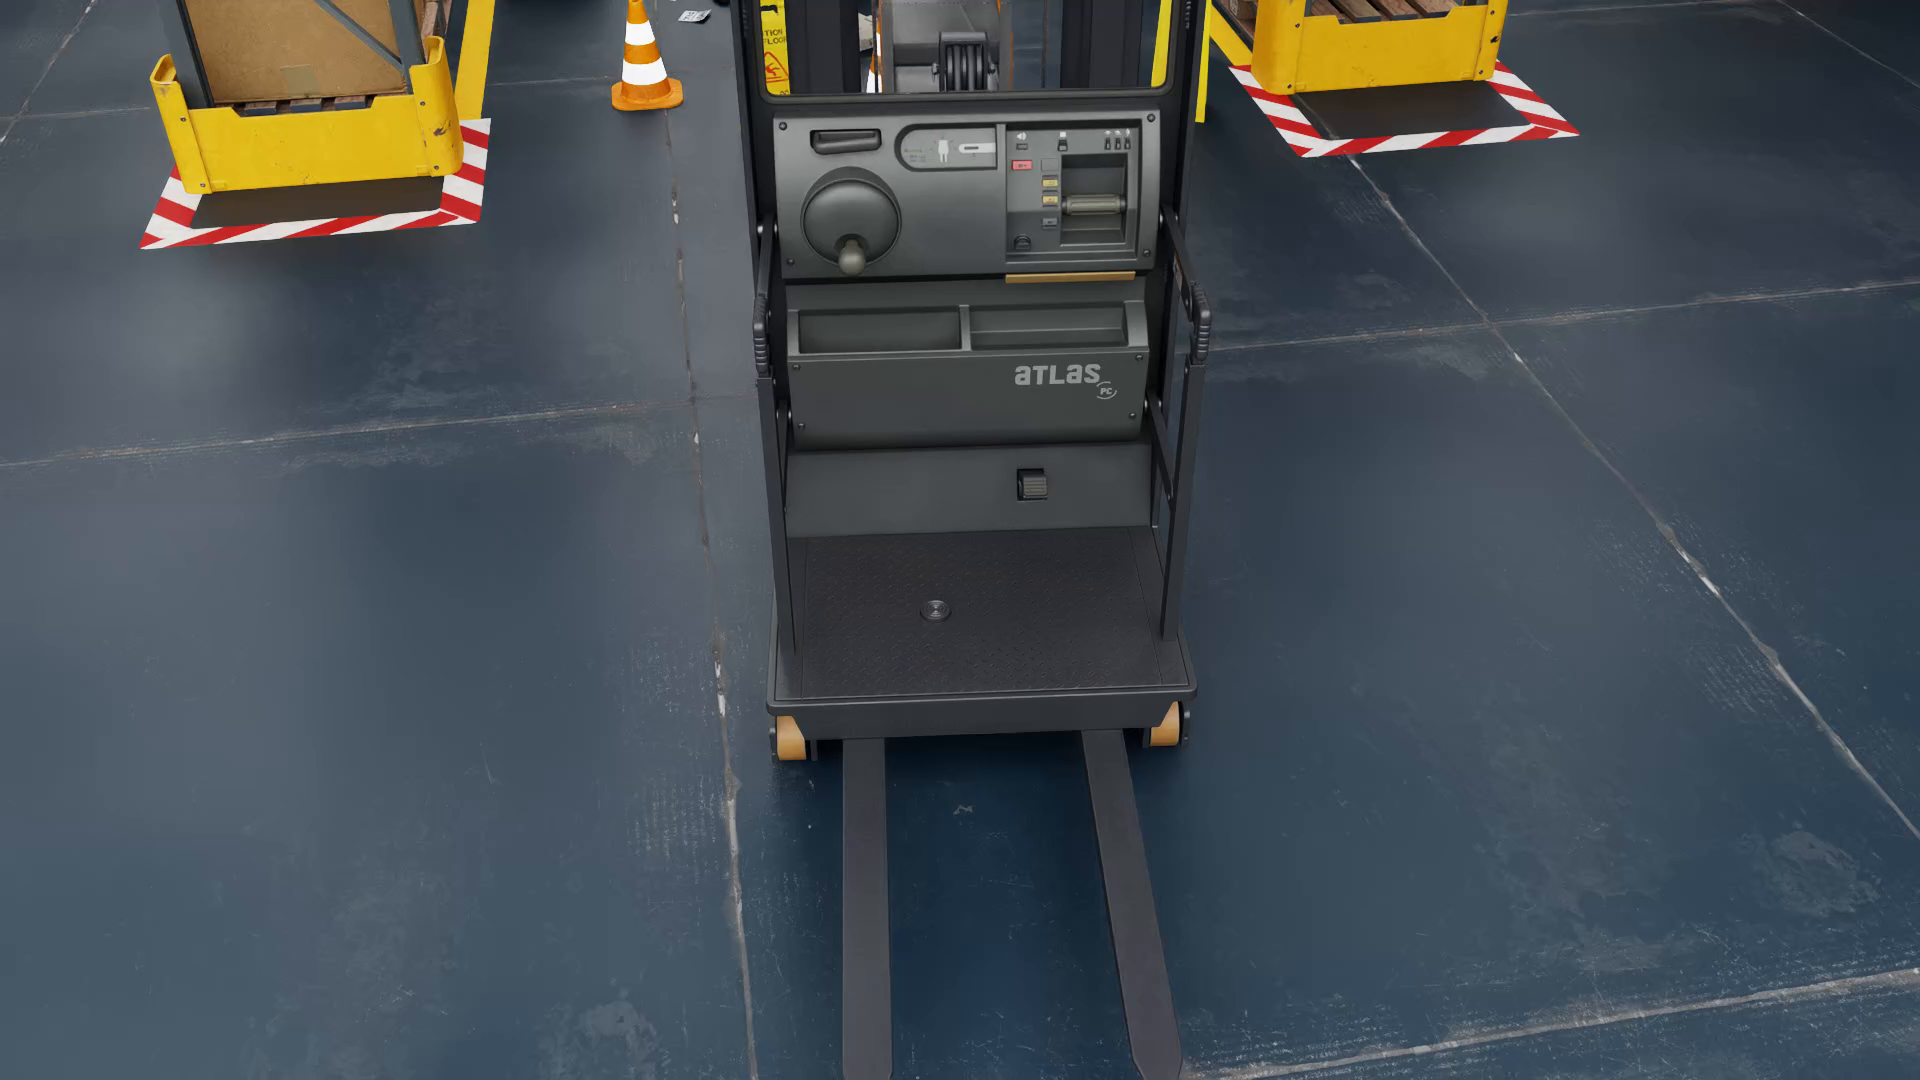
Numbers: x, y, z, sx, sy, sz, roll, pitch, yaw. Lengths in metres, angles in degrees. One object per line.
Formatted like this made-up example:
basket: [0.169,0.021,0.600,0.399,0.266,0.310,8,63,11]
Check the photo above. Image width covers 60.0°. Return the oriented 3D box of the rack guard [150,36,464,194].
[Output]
rack guard: [-2.805,-1.848,7.222,1.175,0.500,0.348,-6,38,-8]

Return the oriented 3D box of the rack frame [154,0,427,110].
rack frame: [-2.810,-2.850,6.474,1.000,3.000,0.127,-6,38,-8]

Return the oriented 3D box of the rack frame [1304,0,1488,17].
rack frame: [2.046,-3.443,7.237,1.000,3.000,0.127,-6,38,-8]

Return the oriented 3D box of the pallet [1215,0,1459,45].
pallet: [1.925,-2.883,8.788,1.003,0.211,1.213,-6,38,-8]

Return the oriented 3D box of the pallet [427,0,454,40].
pallet: [-3.237,-2.959,8.886,1.003,0.211,1.213,-6,38,-8]

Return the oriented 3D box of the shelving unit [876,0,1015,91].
shelving unit: [-0.056,-1.531,5.509,0.431,2.100,0.503,-2,38,-2]

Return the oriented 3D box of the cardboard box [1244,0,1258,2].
cardboard box: [1.635,-2.997,8.562,0.500,0.250,0.500,-6,38,-8]

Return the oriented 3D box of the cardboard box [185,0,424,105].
cardboard box: [-2.994,-2.579,7.515,0.875,0.875,0.875,-6,38,-8]

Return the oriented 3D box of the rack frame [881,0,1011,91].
rack frame: [-0.042,-1.381,5.317,0.400,2.100,0.015,-2,38,-2]

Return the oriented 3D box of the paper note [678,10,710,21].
paper note: [-1.406,-2.781,8.807,0.144,0.017,0.142,6,38,8]

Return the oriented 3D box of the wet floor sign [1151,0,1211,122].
wet floor sign: [1.026,-2.284,7.664,0.267,0.644,0.232,6,38,8]

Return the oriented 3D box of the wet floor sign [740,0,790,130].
wet floor sign: [-0.855,-2.116,7.447,0.267,0.644,0.232,-13,40,-16]

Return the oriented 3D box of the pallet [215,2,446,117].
pallet: [-3.027,-2.223,7.940,1.003,0.211,1.213,-6,38,-8]

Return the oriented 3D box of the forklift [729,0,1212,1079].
forklift: [0.034,-0.771,3.854,1.130,2.935,3.031,-2,38,-2]

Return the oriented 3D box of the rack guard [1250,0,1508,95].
rack guard: [2.033,-2.502,8.063,1.175,0.500,0.348,-6,38,-8]

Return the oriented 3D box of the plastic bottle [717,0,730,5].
plastic bottle: [-1.298,-2.998,9.059,0.133,0.061,0.283,-20,42,-23]

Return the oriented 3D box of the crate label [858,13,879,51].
crate label: [-0.531,-2.577,8.456,0.250,0.136,0.298,-27,45,-31]

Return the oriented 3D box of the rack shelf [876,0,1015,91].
rack shelf: [-0.056,-1.520,5.517,0.431,0.518,0.480,-2,38,-2]

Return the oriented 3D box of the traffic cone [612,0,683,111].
traffic cone: [-1.505,-2.322,7.861,0.336,0.463,0.334,-6,38,-8]

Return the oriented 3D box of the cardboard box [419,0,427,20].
cardboard box: [-3.150,-3.111,8.198,0.875,0.875,0.875,-7,38,-9]

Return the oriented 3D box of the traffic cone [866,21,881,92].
traffic cone: [-0.333,-2.238,7.753,0.336,0.463,0.334,-6,38,-8]
